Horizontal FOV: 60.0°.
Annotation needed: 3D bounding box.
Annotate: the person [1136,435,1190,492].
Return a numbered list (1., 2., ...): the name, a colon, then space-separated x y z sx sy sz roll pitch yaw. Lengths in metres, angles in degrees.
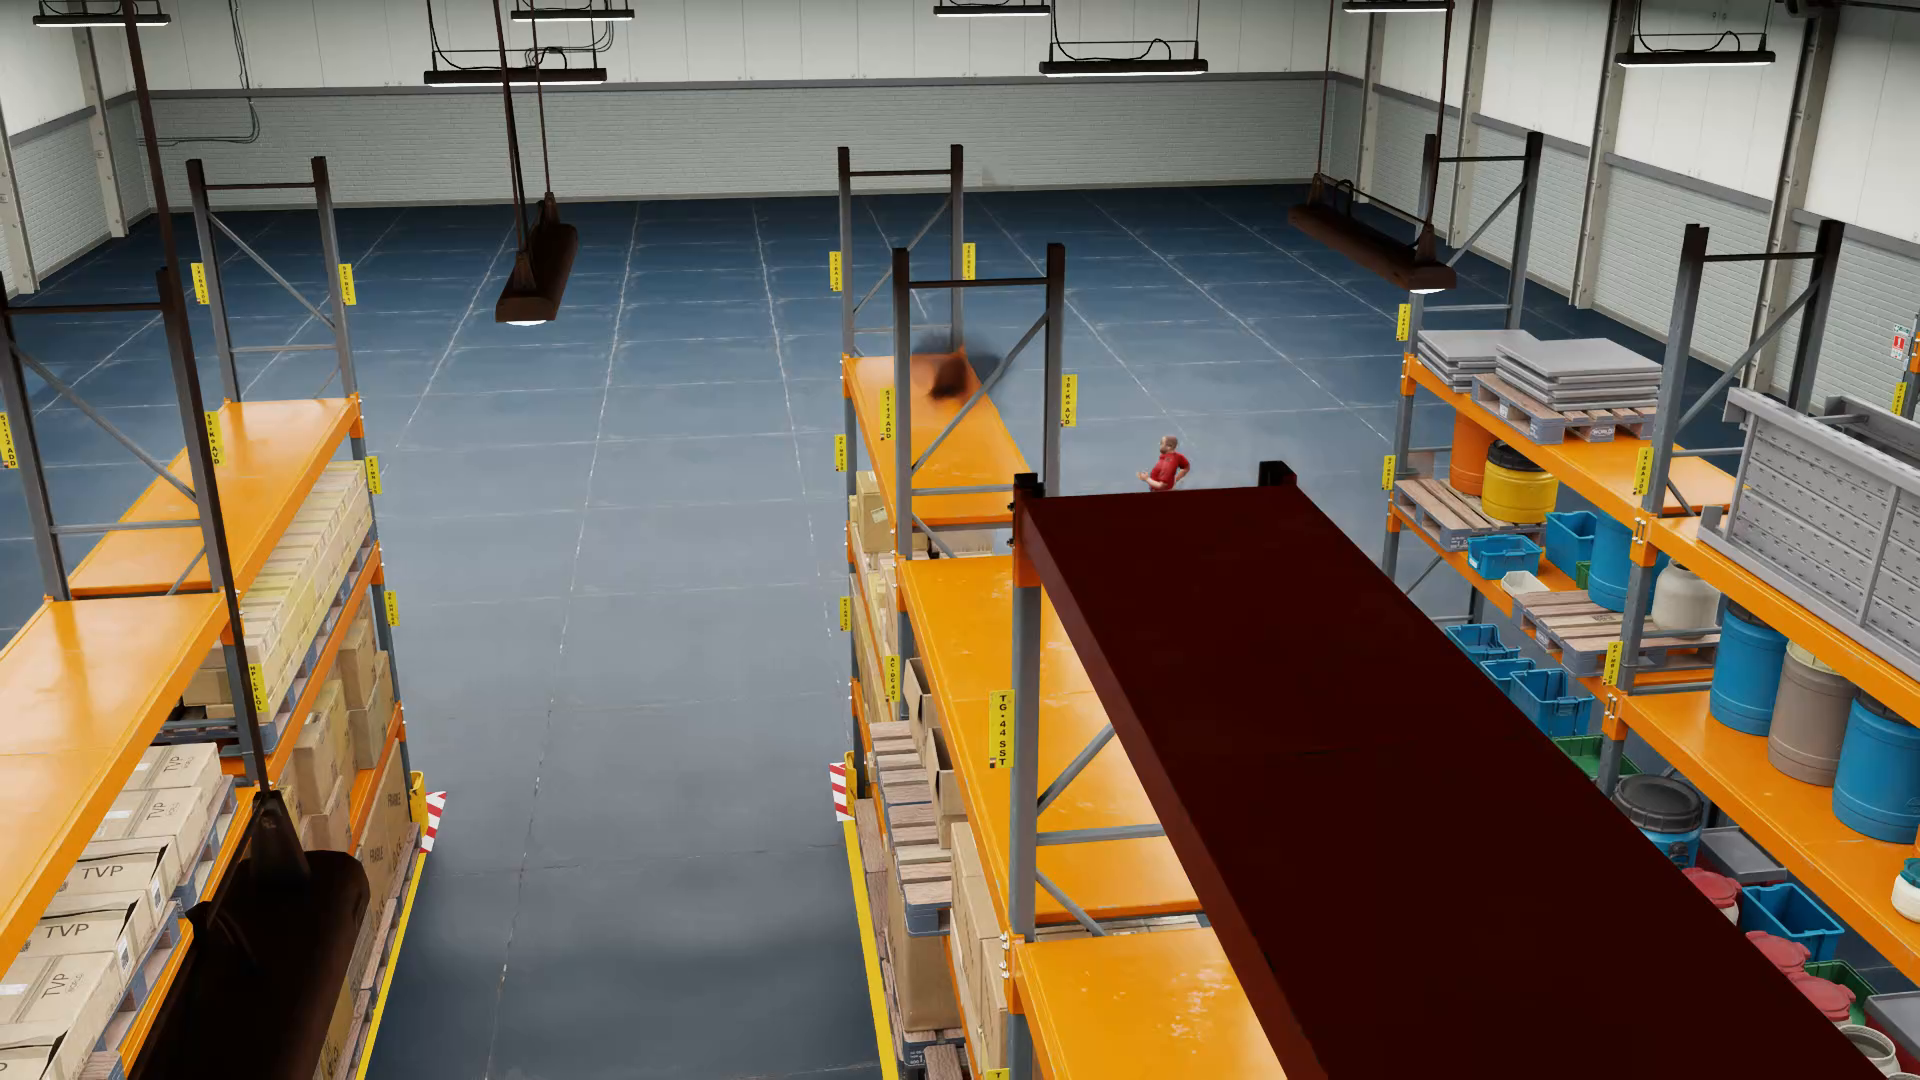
1. person: 2.524 -0.448 20.484 0.991 1.633 0.665 5 22 12
